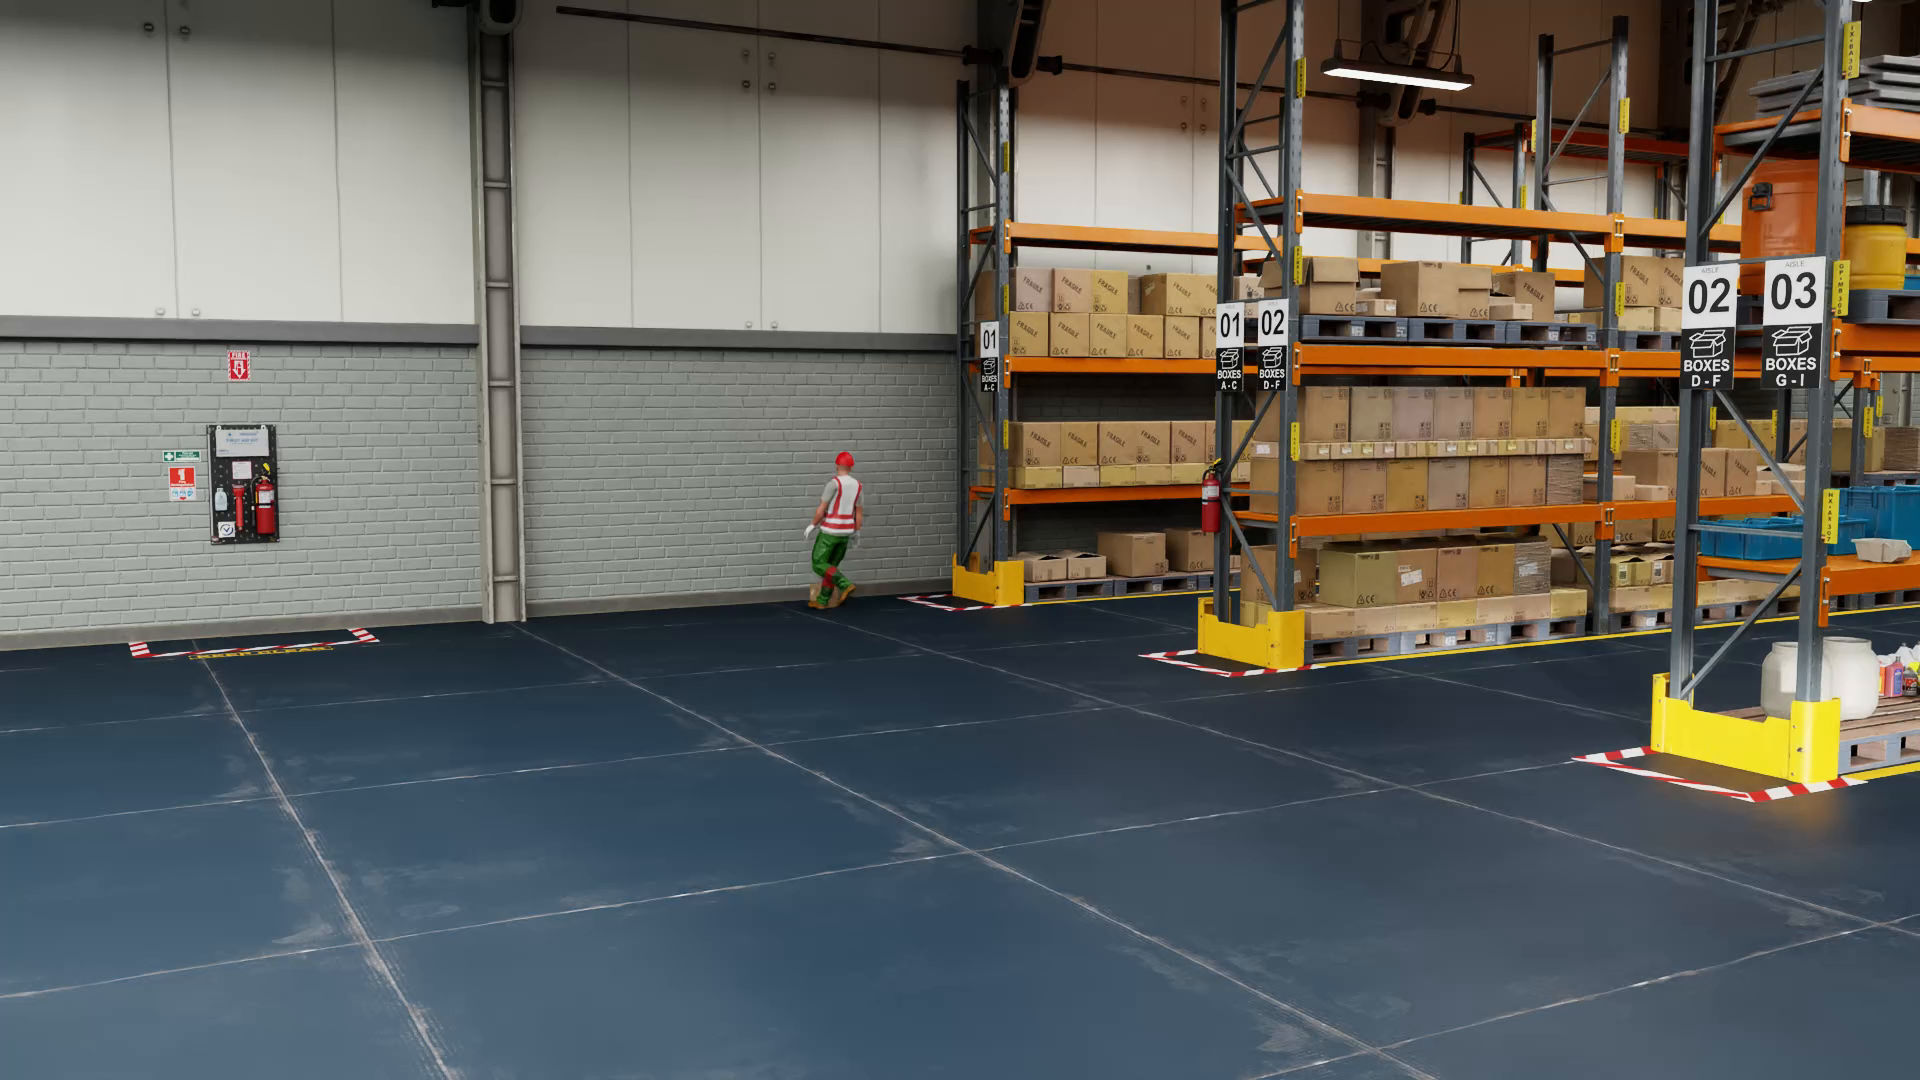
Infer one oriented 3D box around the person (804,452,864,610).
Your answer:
[{"bbox_3d":[-1.416,-0.093,18.232,0.825,1.755,0.631,5,7,44],"label":"person"}]
